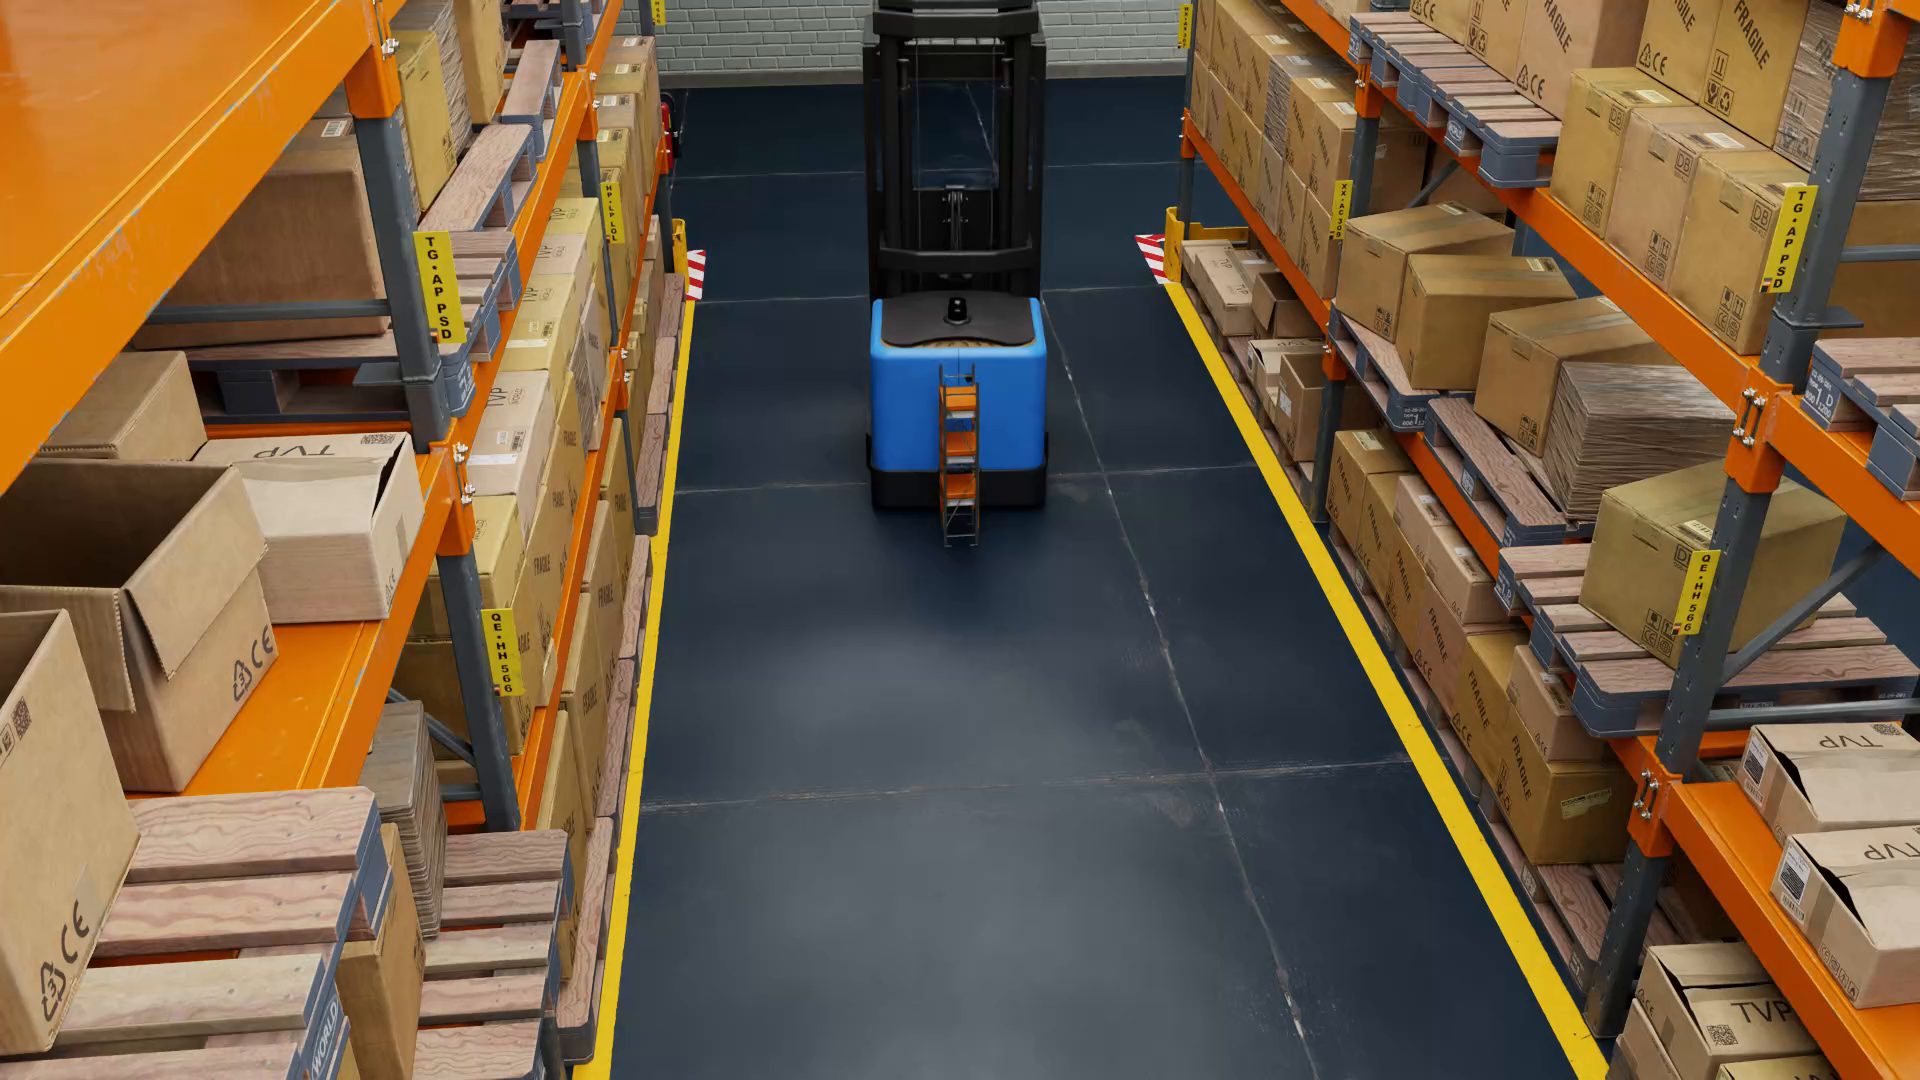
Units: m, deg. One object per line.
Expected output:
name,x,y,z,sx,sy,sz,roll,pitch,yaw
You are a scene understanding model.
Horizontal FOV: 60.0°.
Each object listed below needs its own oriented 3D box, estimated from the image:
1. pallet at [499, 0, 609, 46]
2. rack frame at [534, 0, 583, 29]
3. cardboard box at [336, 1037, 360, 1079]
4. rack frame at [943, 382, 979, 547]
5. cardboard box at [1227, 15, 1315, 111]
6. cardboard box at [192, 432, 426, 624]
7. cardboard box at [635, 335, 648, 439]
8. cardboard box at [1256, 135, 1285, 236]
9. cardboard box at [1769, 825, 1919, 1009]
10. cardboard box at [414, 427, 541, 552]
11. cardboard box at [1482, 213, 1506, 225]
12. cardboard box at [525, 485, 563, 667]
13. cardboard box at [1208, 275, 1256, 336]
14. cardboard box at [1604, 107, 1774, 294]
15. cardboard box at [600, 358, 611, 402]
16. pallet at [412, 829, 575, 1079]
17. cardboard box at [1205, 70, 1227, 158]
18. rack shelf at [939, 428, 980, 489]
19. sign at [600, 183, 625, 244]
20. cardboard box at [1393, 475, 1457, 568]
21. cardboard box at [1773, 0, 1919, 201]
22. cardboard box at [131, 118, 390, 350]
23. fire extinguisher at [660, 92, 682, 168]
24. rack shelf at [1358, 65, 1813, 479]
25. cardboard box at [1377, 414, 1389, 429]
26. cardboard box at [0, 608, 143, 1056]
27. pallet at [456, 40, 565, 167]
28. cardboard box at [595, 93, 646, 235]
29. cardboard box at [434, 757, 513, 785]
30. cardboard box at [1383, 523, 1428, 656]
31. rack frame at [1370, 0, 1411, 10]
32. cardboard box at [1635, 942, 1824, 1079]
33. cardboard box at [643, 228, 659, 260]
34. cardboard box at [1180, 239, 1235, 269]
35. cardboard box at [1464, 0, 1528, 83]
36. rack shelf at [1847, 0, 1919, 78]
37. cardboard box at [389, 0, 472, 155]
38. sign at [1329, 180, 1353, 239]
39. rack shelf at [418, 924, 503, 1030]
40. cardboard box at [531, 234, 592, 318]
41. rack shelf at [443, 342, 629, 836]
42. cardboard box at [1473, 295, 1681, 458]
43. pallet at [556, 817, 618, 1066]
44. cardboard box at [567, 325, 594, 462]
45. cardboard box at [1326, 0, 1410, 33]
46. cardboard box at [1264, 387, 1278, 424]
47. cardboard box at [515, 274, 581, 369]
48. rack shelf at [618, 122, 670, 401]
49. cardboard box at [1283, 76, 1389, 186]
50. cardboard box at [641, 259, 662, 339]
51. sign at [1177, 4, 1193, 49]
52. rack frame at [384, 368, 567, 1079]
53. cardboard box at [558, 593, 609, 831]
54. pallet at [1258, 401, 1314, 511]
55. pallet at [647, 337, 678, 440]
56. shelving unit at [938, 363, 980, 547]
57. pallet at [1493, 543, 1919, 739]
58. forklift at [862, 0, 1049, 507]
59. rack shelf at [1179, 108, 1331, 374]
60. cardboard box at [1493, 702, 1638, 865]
pallet,-2.405,-2.863,8.780,1.003,0.211,1.213,-3,31,-5
rack frame,-2.339,-3.771,7.288,1.000,3.000,0.127,-3,31,-5
cardboard box,-1.772,1.490,3.804,0.700,0.500,0.500,-3,31,-5
rack frame,0.006,-0.416,9.422,0.200,1.050,0.008,-3,31,-5
cardboard box,2.096,-3.188,11.089,0.500,0.500,0.500,-2,31,-4
cardboard box,-1.629,-0.057,4.062,0.500,0.311,0.500,-3,31,-5
cardboard box,-2.350,-0.946,10.436,0.700,0.500,0.500,-3,31,-5
cardboard box,2.191,-2.246,10.487,0.500,0.500,0.500,-2,31,-3
cardboard box,2.858,1.112,5.050,0.500,0.311,0.500,-3,31,-5
cardboard box,-1.802,-0.173,5.976,0.500,0.250,0.500,-3,31,-5
cardboard box,2.817,-1.751,9.658,0.500,0.500,0.500,-2,31,-3
cardboard box,-1.795,0.140,6.184,0.500,0.500,0.500,-2,31,-3
cardboard box,2.081,-1.683,11.896,0.500,0.250,0.500,-3,31,-5
cardboard box,2.845,-1.205,5.819,0.910,0.500,0.500,-3,31,-5
cardboard box,-1.978,-0.809,8.405,0.380,0.149,0.250,-2,31,-4
pallet,-1.792,1.288,4.856,1.213,0.211,1.003,-3,31,-5
cardboard box,2.052,-3.017,11.779,0.500,0.500,0.500,-3,31,-5
rack shelf,-0.005,-0.469,9.532,0.215,0.259,0.240,-3,31,-5
sign,-1.799,-1.689,8.601,0.100,0.325,0.005,-3,31,-5
cardboard box,2.489,-0.103,8.275,0.500,0.250,0.500,-3,31,-4
cardboard box,2.932,-1.375,5.130,0.500,0.500,0.500,-3,31,-5
cardboard box,-2.067,-0.913,4.901,0.700,0.500,0.500,-5,31,-8
fire extinguisher,-2.267,-3.143,12.526,0.296,0.674,0.183,-3,31,-5
rack shelf,2.780,-1.392,6.932,1.077,0.370,4.000,-3,31,-5
cardboard box,2.769,-0.694,10.179,0.500,0.311,0.500,-3,31,-5
cardboard box,-1.678,0.466,2.613,0.500,0.500,0.500,-4,31,-6
pallet,-2.204,-1.935,7.326,0.805,0.209,1.217,-4,31,-7
cardboard box,-2.514,-2.346,10.460,0.980,0.700,0.700,-4,31,-7
cardboard box,-1.765,0.767,5.766,0.380,0.149,0.250,-3,31,-5
cardboard box,2.496,0.236,8.439,0.500,0.500,0.500,-2,31,-4
rack frame,2.593,-4.010,7.688,1.000,3.000,0.127,-3,31,-5
cardboard box,2.723,1.649,5.790,0.500,0.311,0.500,-2,31,-3
cardboard box,-2.329,-2.083,11.708,0.380,0.149,0.250,-2,31,-3
cardboard box,1.916,-2.211,12.878,0.380,0.149,0.250,-3,31,-5
cardboard box,2.652,-2.388,7.292,0.600,0.600,0.600,-3,31,-5
rack shelf,3.154,-0.466,2.847,1.077,0.370,4.000,-3,31,-5
cardboard box,-2.266,-1.720,6.253,0.700,0.500,0.500,-3,31,-5
sign,2.054,-1.776,8.954,0.100,0.325,0.005,-3,31,-5
rack shelf,-1.778,2.177,3.882,1.077,0.370,4.000,-3,31,-5
cardboard box,-2.002,-1.209,7.710,0.500,0.250,0.500,-2,31,-4
rack shelf,-2.152,0.135,7.301,1.077,0.370,4.000,-3,31,-5
cardboard box,2.820,-0.759,7.588,0.700,0.500,0.500,-11,32,-17
pallet,-1.964,1.638,6.802,1.003,0.211,1.213,-3,31,-5
cardboard box,-1.949,-0.634,7.479,0.500,0.500,0.500,-3,31,-4
cardboard box,2.283,-2.893,8.890,0.500,0.250,0.500,-3,31,-5
cardboard box,2.163,-0.865,10.625,0.380,0.149,0.250,-3,31,-5
cardboard box,-1.954,-0.948,7.274,0.500,0.250,0.500,-2,31,-4
rack shelf,-2.525,-1.908,10.720,1.077,0.370,4.000,-3,31,-5
cardboard box,2.237,-2.414,9.794,0.500,0.500,0.500,-3,31,-6
cardboard box,-2.501,-1.737,11.760,0.700,0.500,0.500,-3,31,-5
sign,1.679,-3.822,12.380,0.100,0.325,0.005,-3,31,-5
rack frame,-1.965,0.847,5.407,1.000,3.000,0.127,-3,31,-5
cardboard box,-1.978,0.760,7.239,0.750,0.750,0.750,-3,31,-5
pallet,2.530,-0.588,10.529,1.003,0.211,1.213,-3,31,-5
pallet,-2.449,-1.014,11.243,1.003,0.211,1.213,-3,31,-5
shelving unit,-0.005,-0.478,9.527,0.215,1.050,0.252,-3,31,-5
pallet,2.834,0.347,6.430,1.213,0.211,1.003,-3,31,-5
forklift,-0.039,-2.177,10.536,1.130,2.935,3.031,-1,31,-1
rack shelf,2.406,-2.147,11.121,1.077,0.370,4.000,-3,31,-5
cardboard box,2.646,1.026,7.116,0.500,0.500,0.500,-2,31,-3
